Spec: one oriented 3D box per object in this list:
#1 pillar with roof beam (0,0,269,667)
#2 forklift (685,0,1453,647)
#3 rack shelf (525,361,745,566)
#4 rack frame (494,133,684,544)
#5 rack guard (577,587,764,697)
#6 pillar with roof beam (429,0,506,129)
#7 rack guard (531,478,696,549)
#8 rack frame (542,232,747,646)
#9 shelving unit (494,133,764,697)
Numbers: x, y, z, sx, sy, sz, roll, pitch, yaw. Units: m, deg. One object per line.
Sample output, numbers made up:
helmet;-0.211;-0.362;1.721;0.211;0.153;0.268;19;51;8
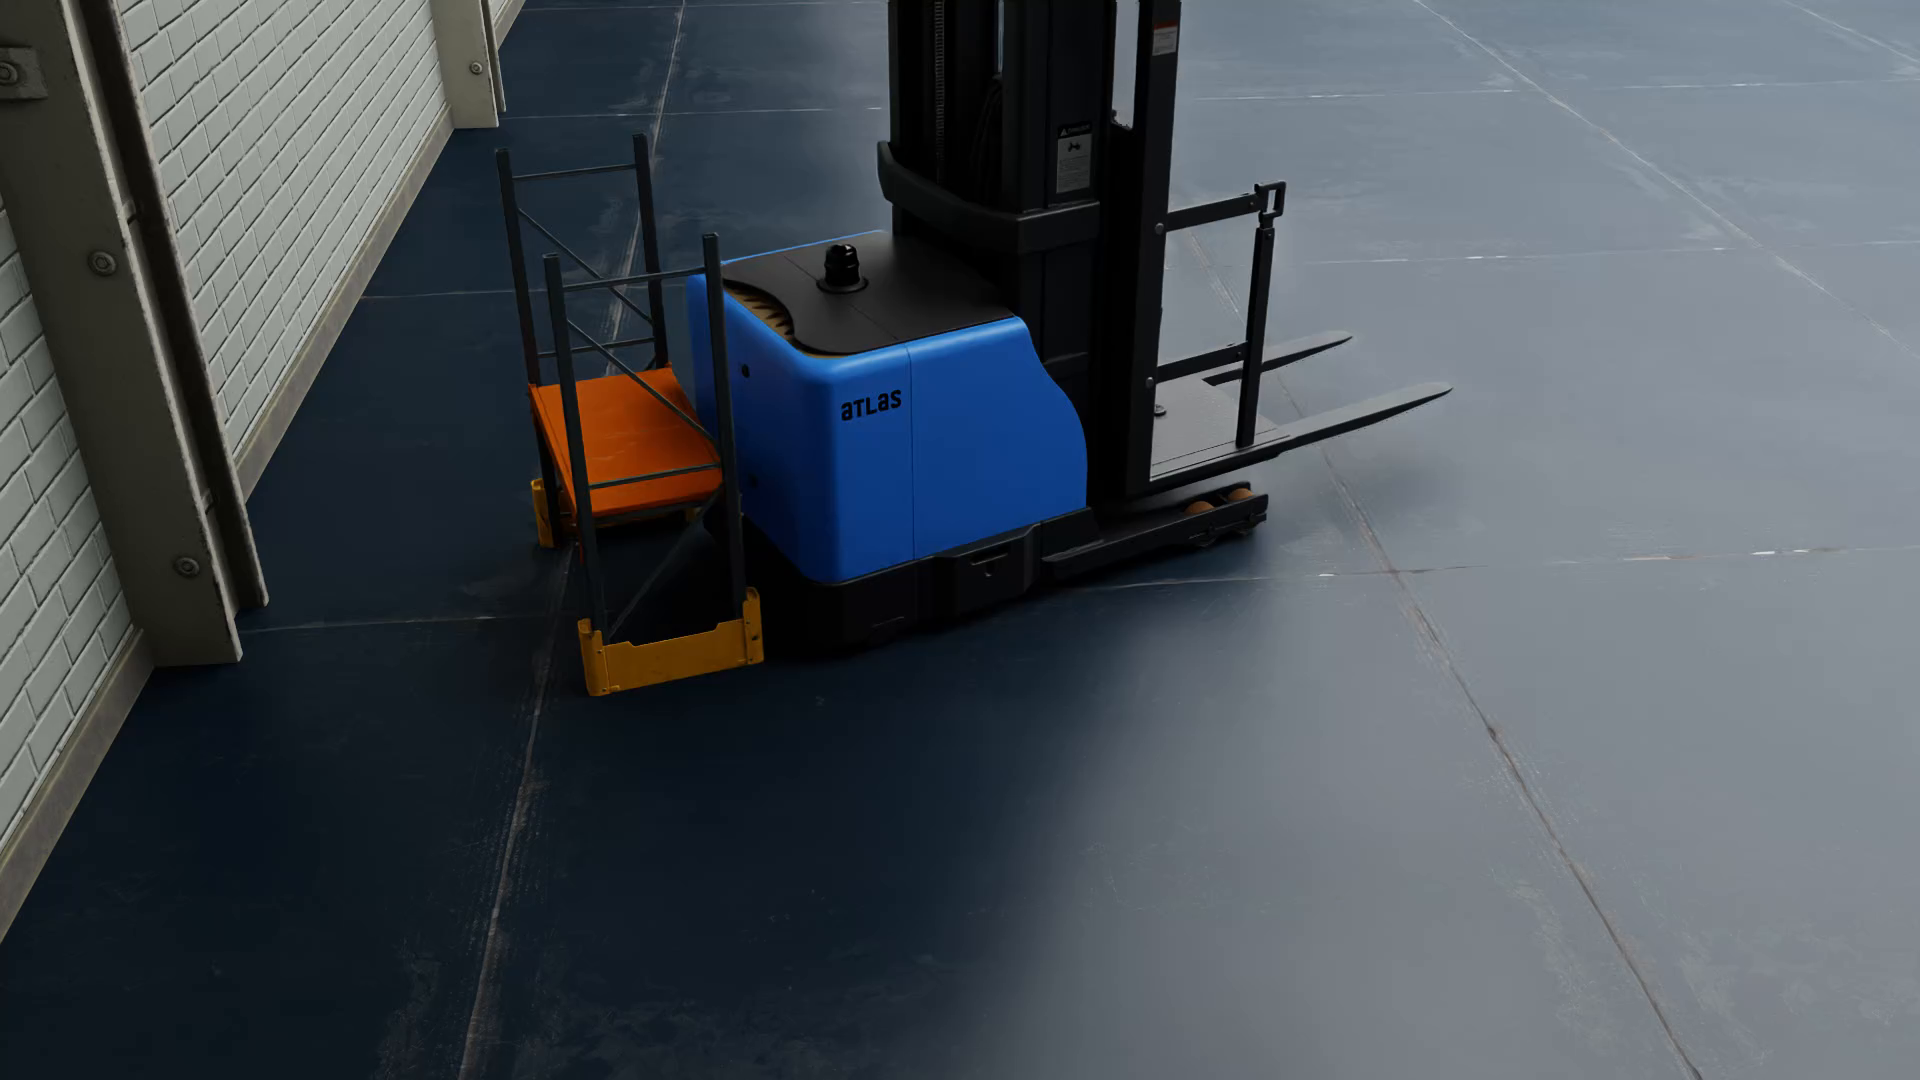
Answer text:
pillar with roof beam;1.699;-3.754;3.760;9.100;9.000;0.400;-3;31;-5
forklift;0.570;-1.449;5.818;3.031;2.935;1.130;-17;35;-26
rack shelf;-1.115;-0.285;5.615;0.538;0.185;1.000;-11;33;-18
rack frame;-1.296;-0.683;5.930;0.500;1.500;0.032;-11;33;-18
rack guard;-0.941;0.332;5.451;0.587;0.250;0.087;-11;33;-18
pillar with roof beam;1.139;-6.818;8.889;9.100;9.000;0.400;-3;31;-5
rack guard;-1.296;-0.145;6.250;0.587;0.250;0.087;-11;33;-18
rack frame;-0.934;-0.195;5.114;0.500;1.500;0.032;-11;33;-18
shelving unit;-1.118;-0.443;5.530;0.587;1.500;1.083;-11;33;-18
